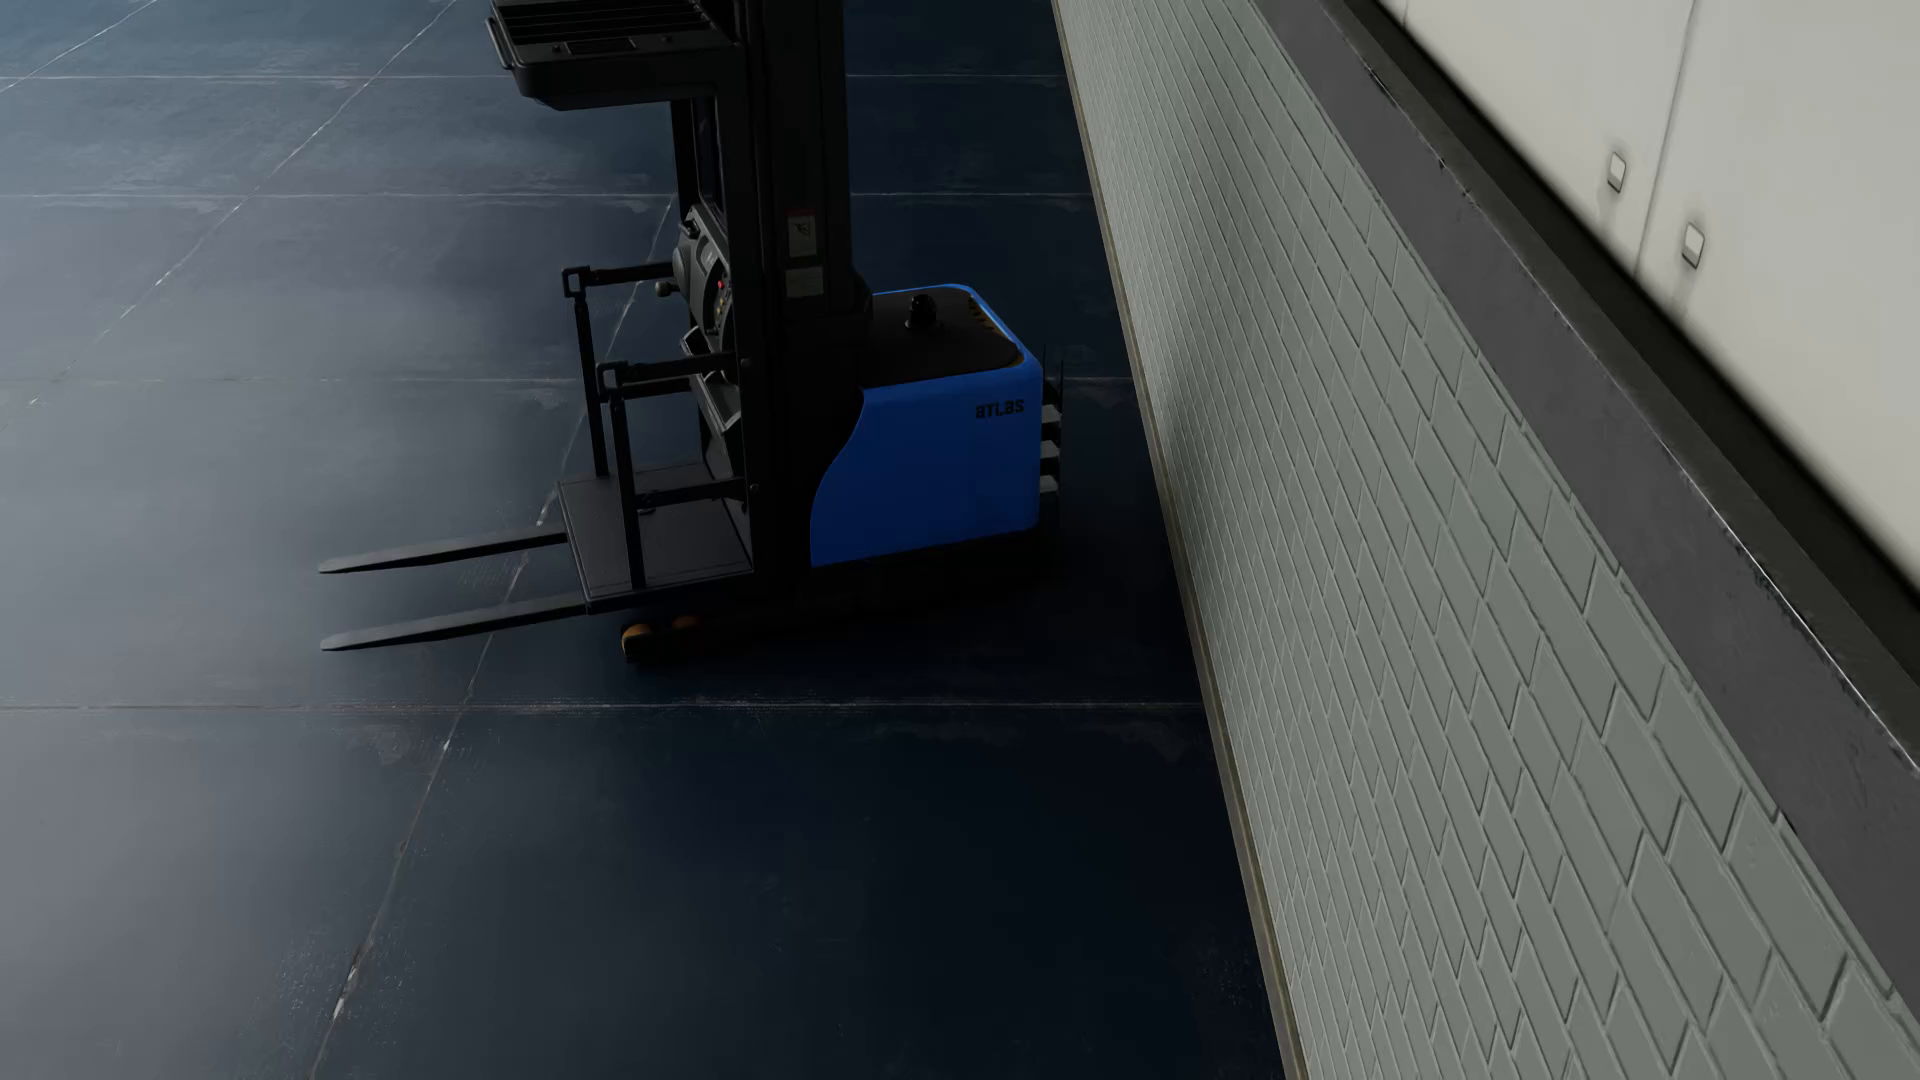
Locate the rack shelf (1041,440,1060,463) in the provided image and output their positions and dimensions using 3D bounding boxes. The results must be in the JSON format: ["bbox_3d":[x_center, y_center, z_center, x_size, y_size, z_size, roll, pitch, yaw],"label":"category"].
[{"bbox_3d":[0.321,-0.426,7.650,0.200,0.077,0.258,-10,33,-16],"label":"rack shelf"}]

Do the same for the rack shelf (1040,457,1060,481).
[{"bbox_3d":[0.321,-0.350,7.696,0.200,0.077,0.258,-10,33,-16],"label":"rack shelf"}]

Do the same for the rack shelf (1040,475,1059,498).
[{"bbox_3d":[0.321,-0.273,7.743,0.200,0.077,0.258,-10,33,-16],"label":"rack shelf"}]

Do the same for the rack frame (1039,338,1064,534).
[{"bbox_3d":[0.417,-0.472,7.660,0.006,0.900,0.240,-10,33,-16],"label":"rack frame"}]

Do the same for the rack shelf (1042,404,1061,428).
[{"bbox_3d":[0.321,-0.580,7.556,0.200,0.077,0.258,-10,33,-16],"label":"rack shelf"}]

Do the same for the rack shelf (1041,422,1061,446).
[{"bbox_3d":[0.321,-0.503,7.603,0.200,0.077,0.258,-10,33,-16],"label":"rack shelf"}]

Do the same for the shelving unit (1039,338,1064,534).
[{"bbox_3d":[0.321,-0.455,7.632,0.210,0.900,0.258,-10,33,-16],"label":"shelving unit"}]

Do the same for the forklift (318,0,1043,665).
[{"bbox_3d":[-1.214,-1.045,6.647,3.031,2.935,1.130,-10,33,-16],"label":"forklift"}]

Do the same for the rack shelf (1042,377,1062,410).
[{"bbox_3d":[0.321,-0.657,7.510,0.200,0.077,0.258,-10,33,-16],"label":"rack shelf"}]
